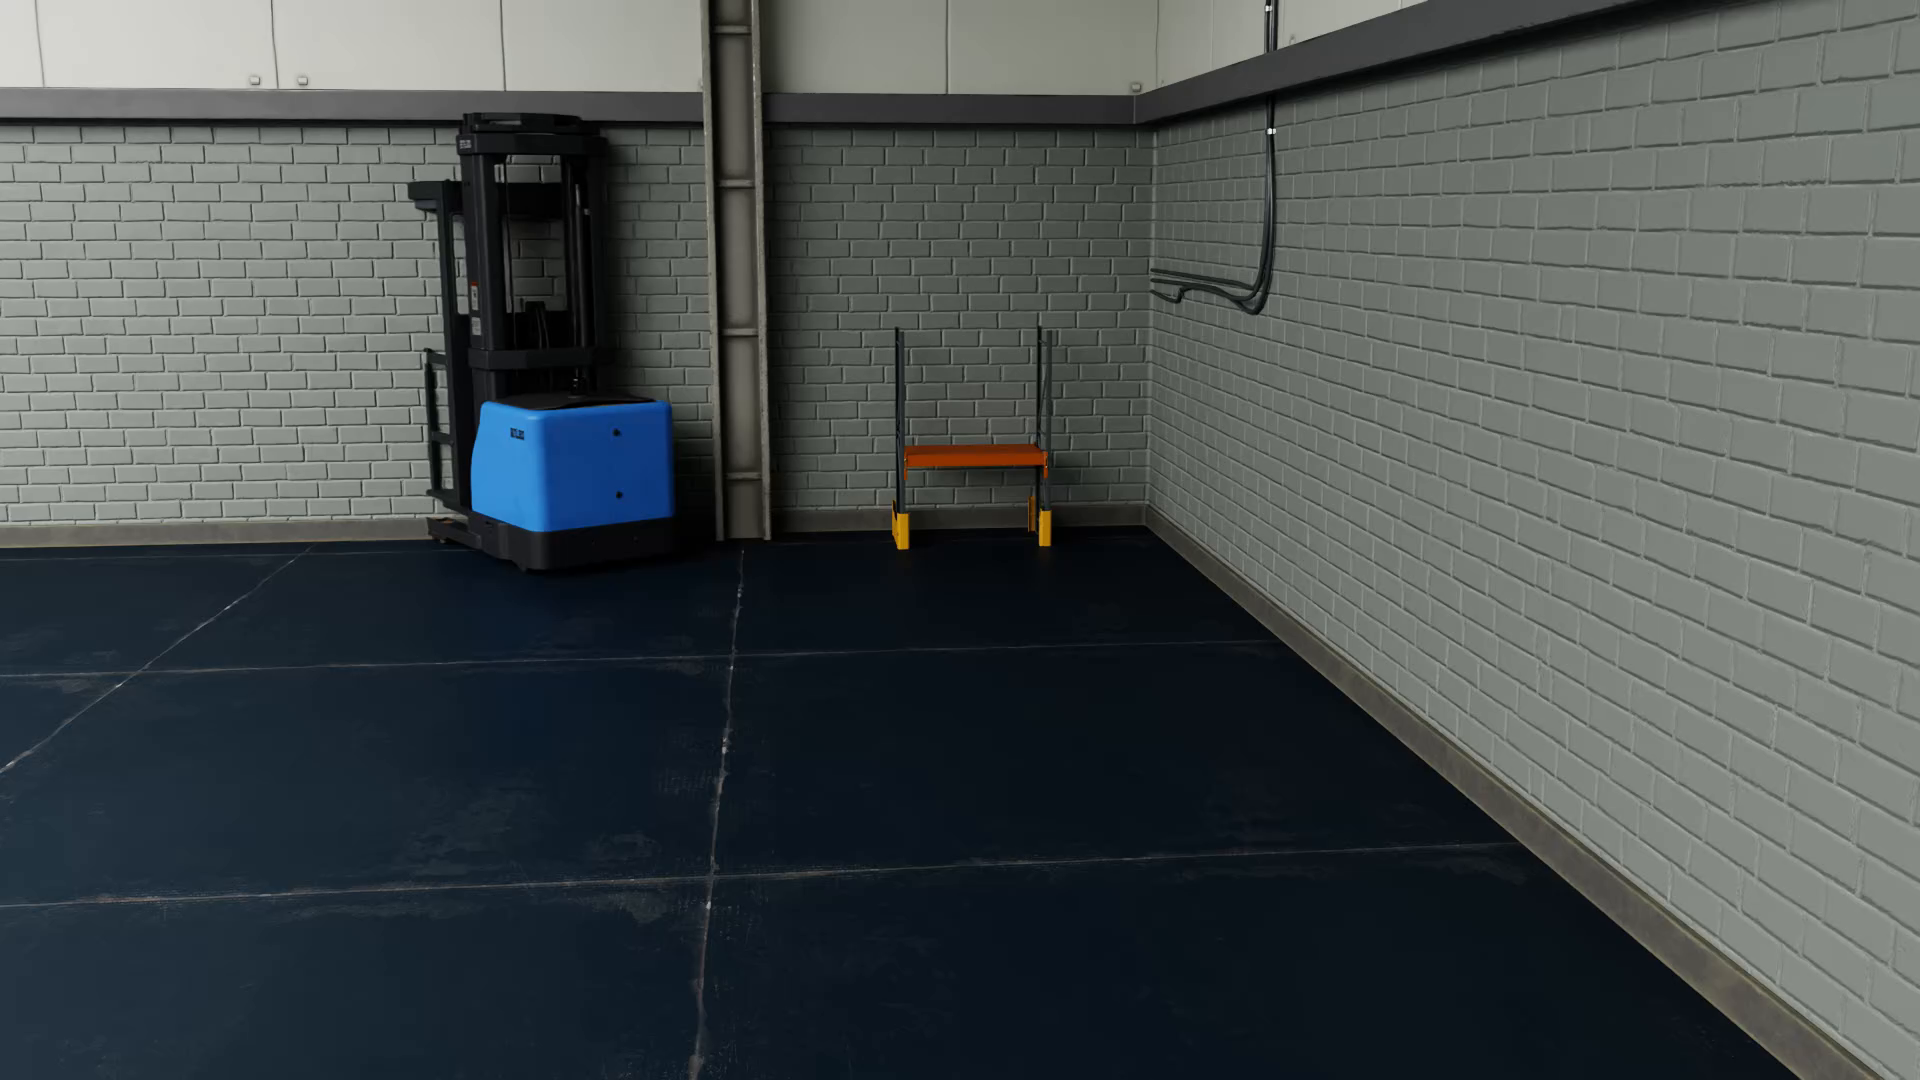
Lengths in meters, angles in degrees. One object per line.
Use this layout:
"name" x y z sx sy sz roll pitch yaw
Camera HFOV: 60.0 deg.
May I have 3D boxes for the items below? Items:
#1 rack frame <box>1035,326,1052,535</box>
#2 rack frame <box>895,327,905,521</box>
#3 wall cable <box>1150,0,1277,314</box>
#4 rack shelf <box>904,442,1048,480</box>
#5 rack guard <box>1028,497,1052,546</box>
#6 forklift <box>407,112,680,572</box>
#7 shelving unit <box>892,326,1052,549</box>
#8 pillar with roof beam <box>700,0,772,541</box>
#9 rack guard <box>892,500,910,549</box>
"rack frame" 0.590 -0.748 11.786 0.032 1.500 0.500 -1 11 -6
"rack frame" -0.421 -0.727 11.678 0.032 1.500 0.500 -1 11 -6
"wall cable" 1.514 -2.727 10.462 0.112 2.526 3.097 -1 11 -6
"rack shelf" 0.085 -0.561 11.767 1.000 0.185 0.538 -1 11 -6
"rack guard" 0.571 -0.135 11.905 0.087 0.250 0.587 -1 11 -6
"forklift" -3.180 -1.463 11.709 1.130 2.935 3.031 -9 14 -37
"shelving unit" 0.076 -0.738 11.731 1.083 1.500 0.587 -1 11 -6
"pillar with roof beam" -1.093 -3.617 6.941 0.400 9.000 9.100 -1 11 -6
"rack guard" -0.419 -0.114 11.799 0.087 0.250 0.587 -1 11 -6
